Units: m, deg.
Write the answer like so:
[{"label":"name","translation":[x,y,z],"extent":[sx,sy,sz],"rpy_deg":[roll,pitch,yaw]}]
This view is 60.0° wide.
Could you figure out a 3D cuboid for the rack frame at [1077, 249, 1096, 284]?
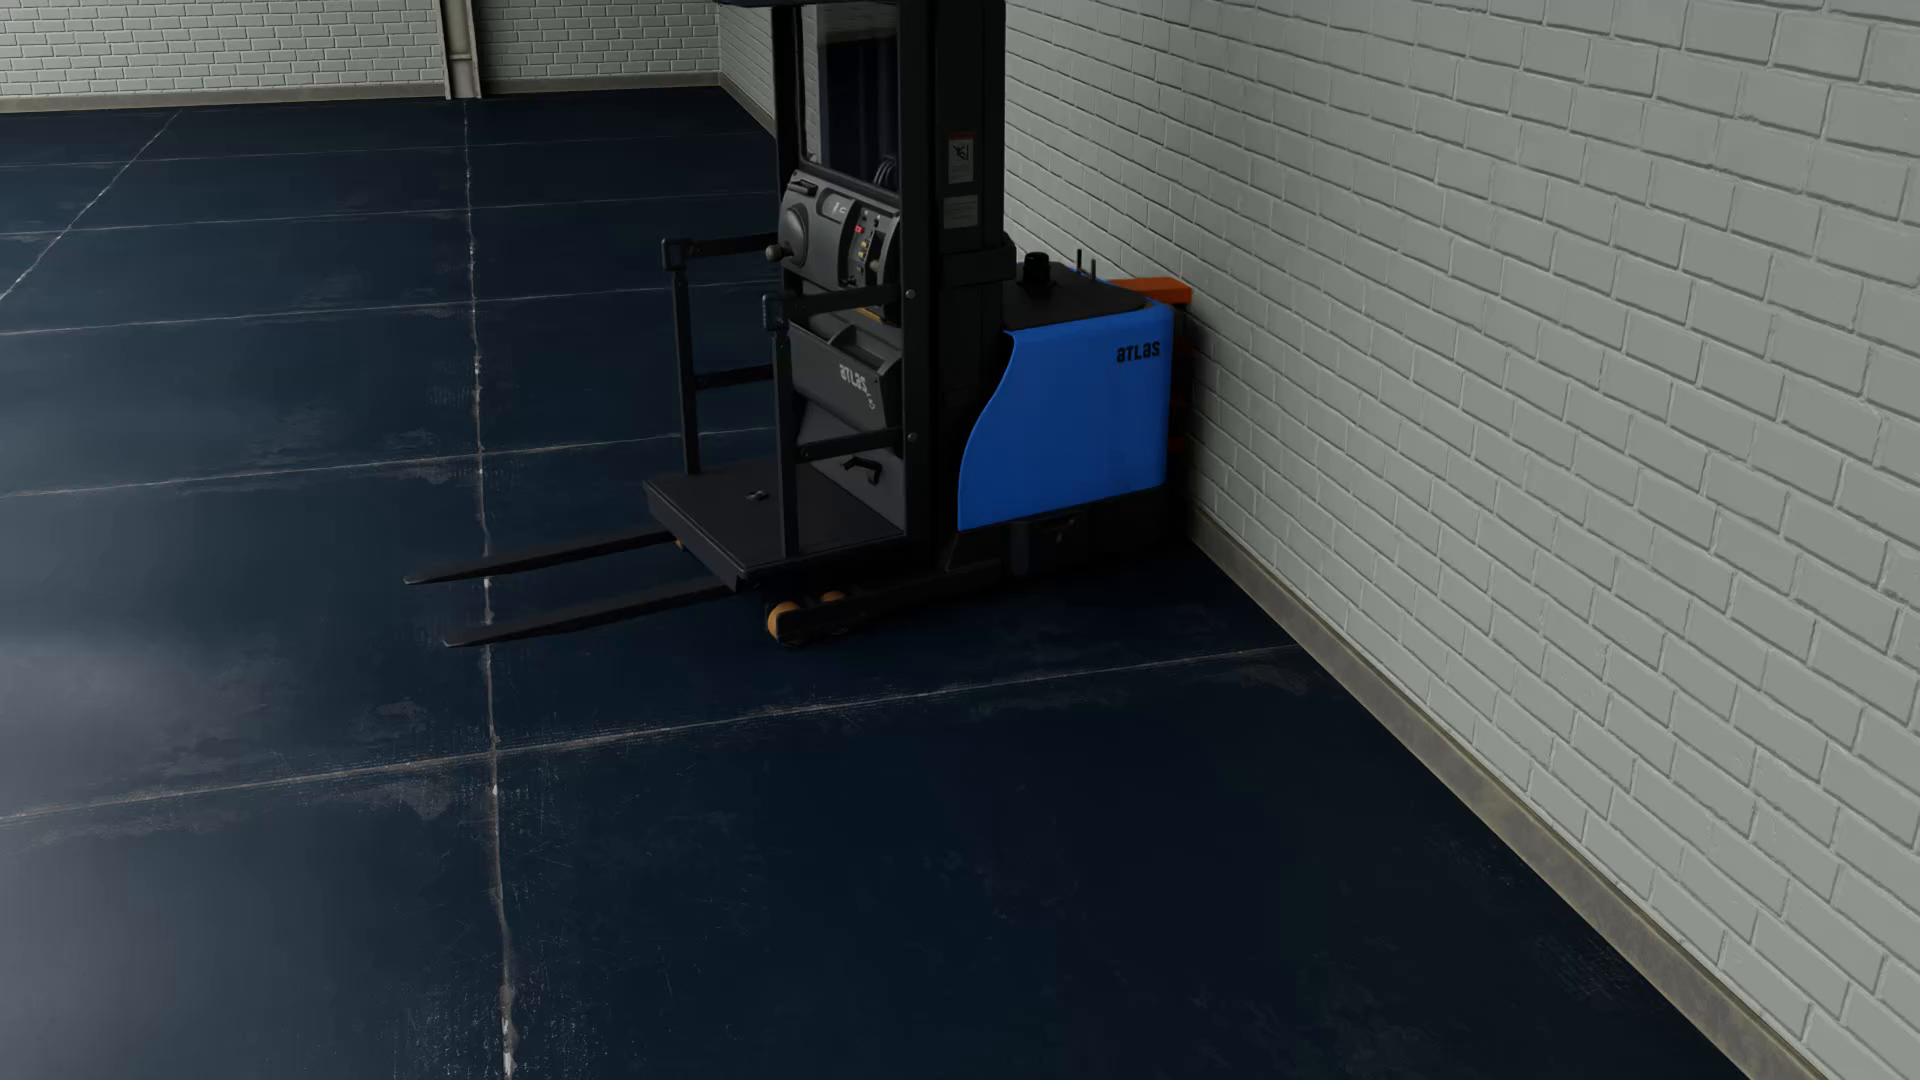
[{"label":"rack frame","translation":[0.544,-0.644,7.225],"extent":[0.015,1.200,0.240],"rpy_deg":[-5,21,-11]}]

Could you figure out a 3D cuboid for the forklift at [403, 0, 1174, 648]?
[{"label":"forklift","translation":[-0.650,-1.181,6.285],"extent":[3.031,2.935,1.130],"rpy_deg":[-13,26,-27]}]

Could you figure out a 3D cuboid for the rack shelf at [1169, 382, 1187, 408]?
[{"label":"rack shelf","translation":[0.784,-0.603,7.294],"extent":[0.480,0.148,0.258],"rpy_deg":[-5,21,-11]}]

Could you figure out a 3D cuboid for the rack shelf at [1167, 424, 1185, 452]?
[{"label":"rack shelf","translation":[0.788,-0.418,7.365],"extent":[0.480,0.148,0.258],"rpy_deg":[-5,21,-11]}]

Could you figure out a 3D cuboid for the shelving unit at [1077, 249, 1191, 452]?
[{"label":"shelving unit","translation":[0.783,-0.666,7.270],"extent":[0.503,1.200,0.258],"rpy_deg":[-5,21,-11]}]

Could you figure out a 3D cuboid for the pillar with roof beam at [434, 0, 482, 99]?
[{"label":"pillar with roof beam","translation":[-4.544,-7.602,13.556],"extent":[0.400,9.000,9.100],"rpy_deg":[-6,24,-14]}]

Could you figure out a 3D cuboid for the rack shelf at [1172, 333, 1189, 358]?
[{"label":"rack shelf","translation":[0.780,-0.812,7.215],"extent":[0.480,0.148,0.258],"rpy_deg":[-5,21,-11]}]

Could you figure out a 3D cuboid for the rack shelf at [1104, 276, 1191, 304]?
[{"label":"rack shelf","translation":[0.775,-1.033,7.130],"extent":[0.480,0.148,0.258],"rpy_deg":[-5,21,-11]}]
